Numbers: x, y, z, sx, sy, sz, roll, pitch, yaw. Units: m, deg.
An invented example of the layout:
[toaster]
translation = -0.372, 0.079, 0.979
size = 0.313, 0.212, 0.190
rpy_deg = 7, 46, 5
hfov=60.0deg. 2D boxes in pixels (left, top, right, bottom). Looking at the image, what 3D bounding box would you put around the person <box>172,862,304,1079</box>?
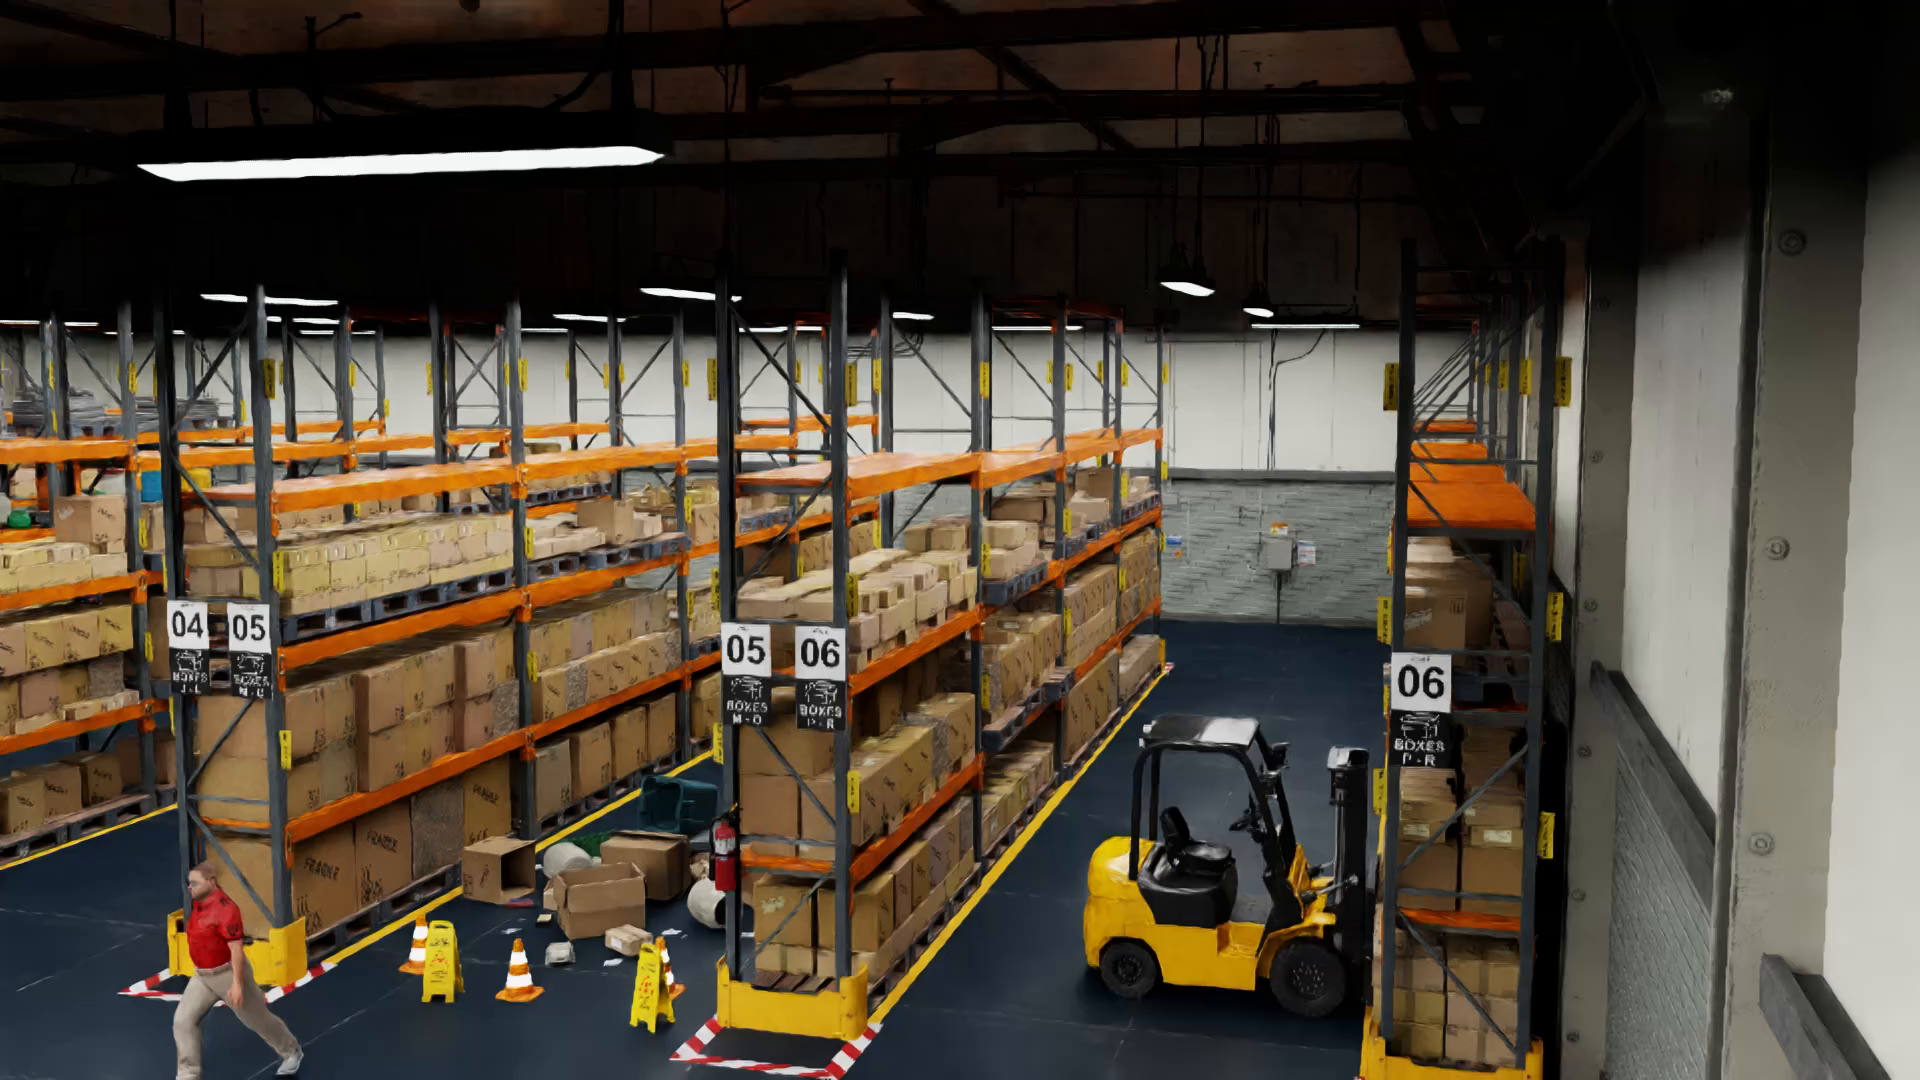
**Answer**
[person]
translation = -5.230, 3.085, 11.865
size = 0.584, 1.665, 0.974
rpy_deg = 4, 8, 36
